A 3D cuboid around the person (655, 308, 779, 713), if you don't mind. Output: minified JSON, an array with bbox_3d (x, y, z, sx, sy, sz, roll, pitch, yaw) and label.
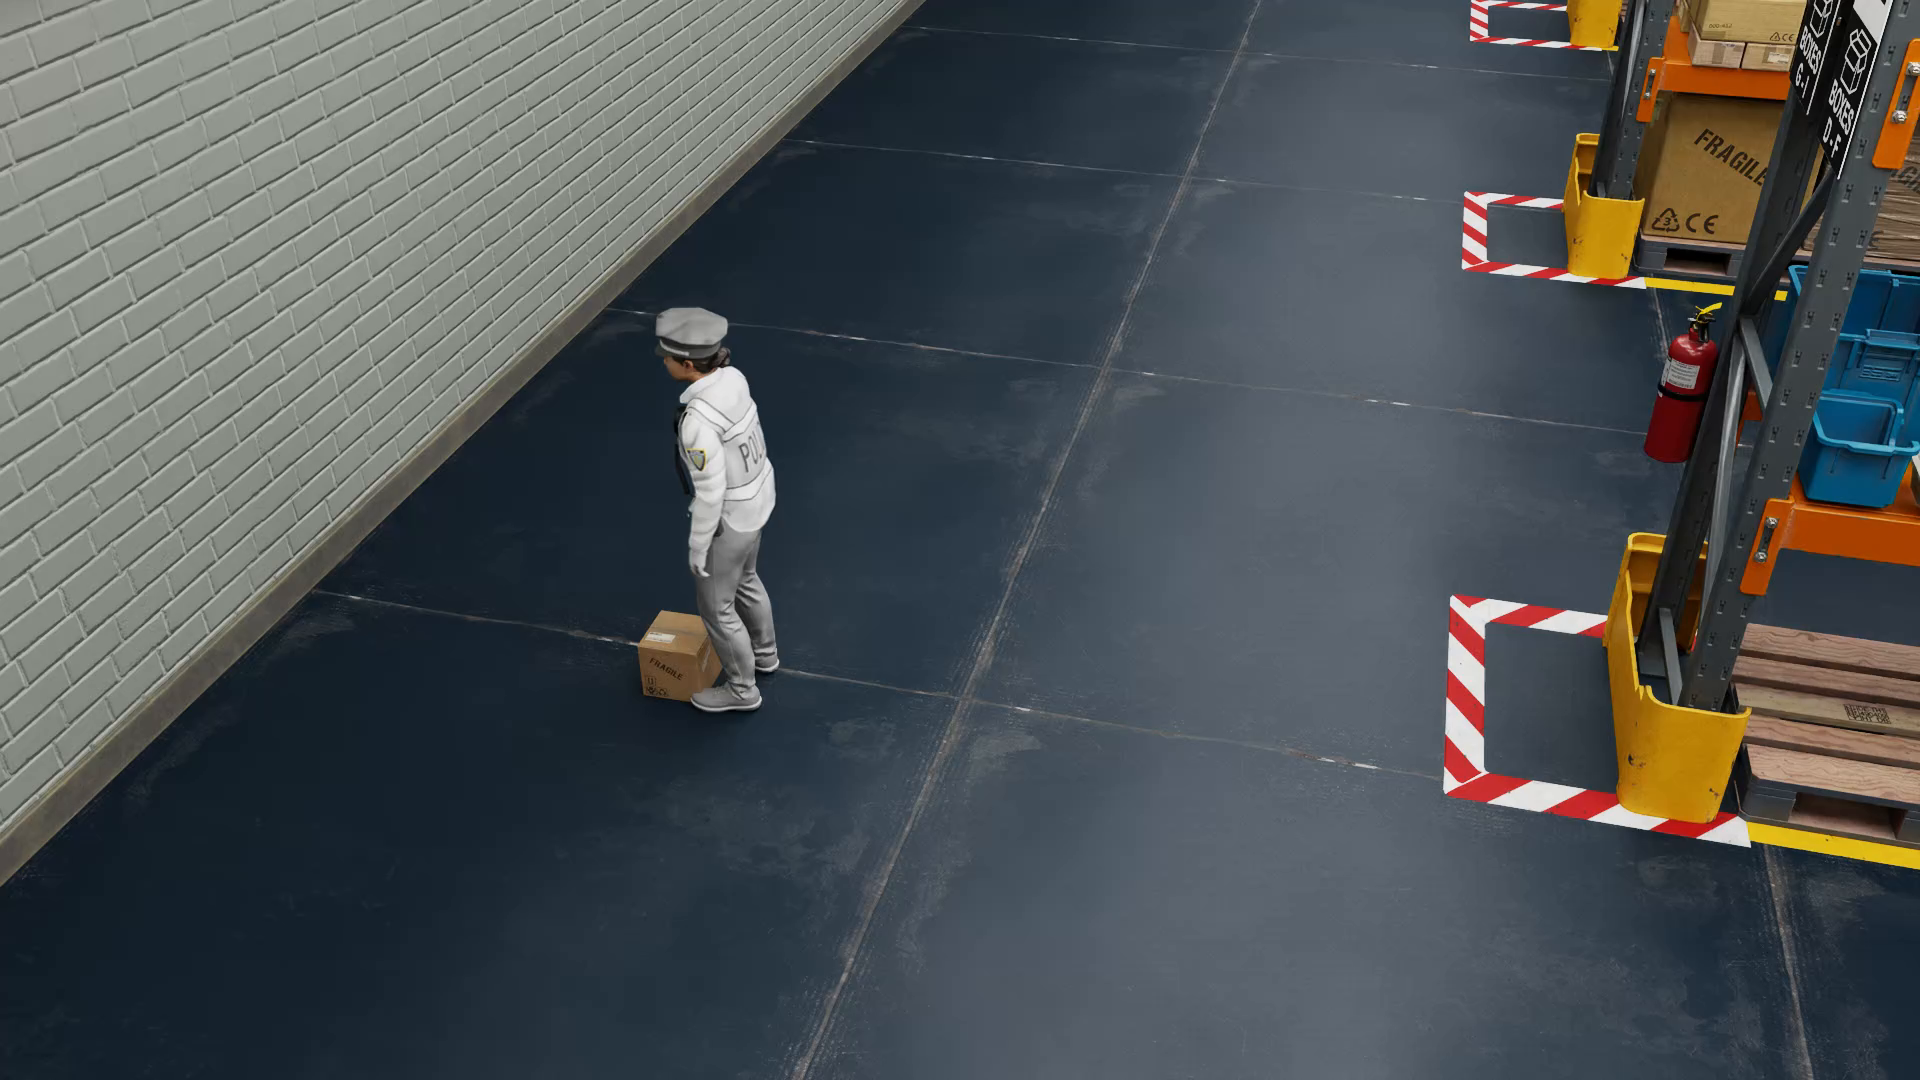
[{"bbox_3d":[-0.892,-0.088,6.269,0.371,1.666,0.547,6,34,10],"label":"person"}]
